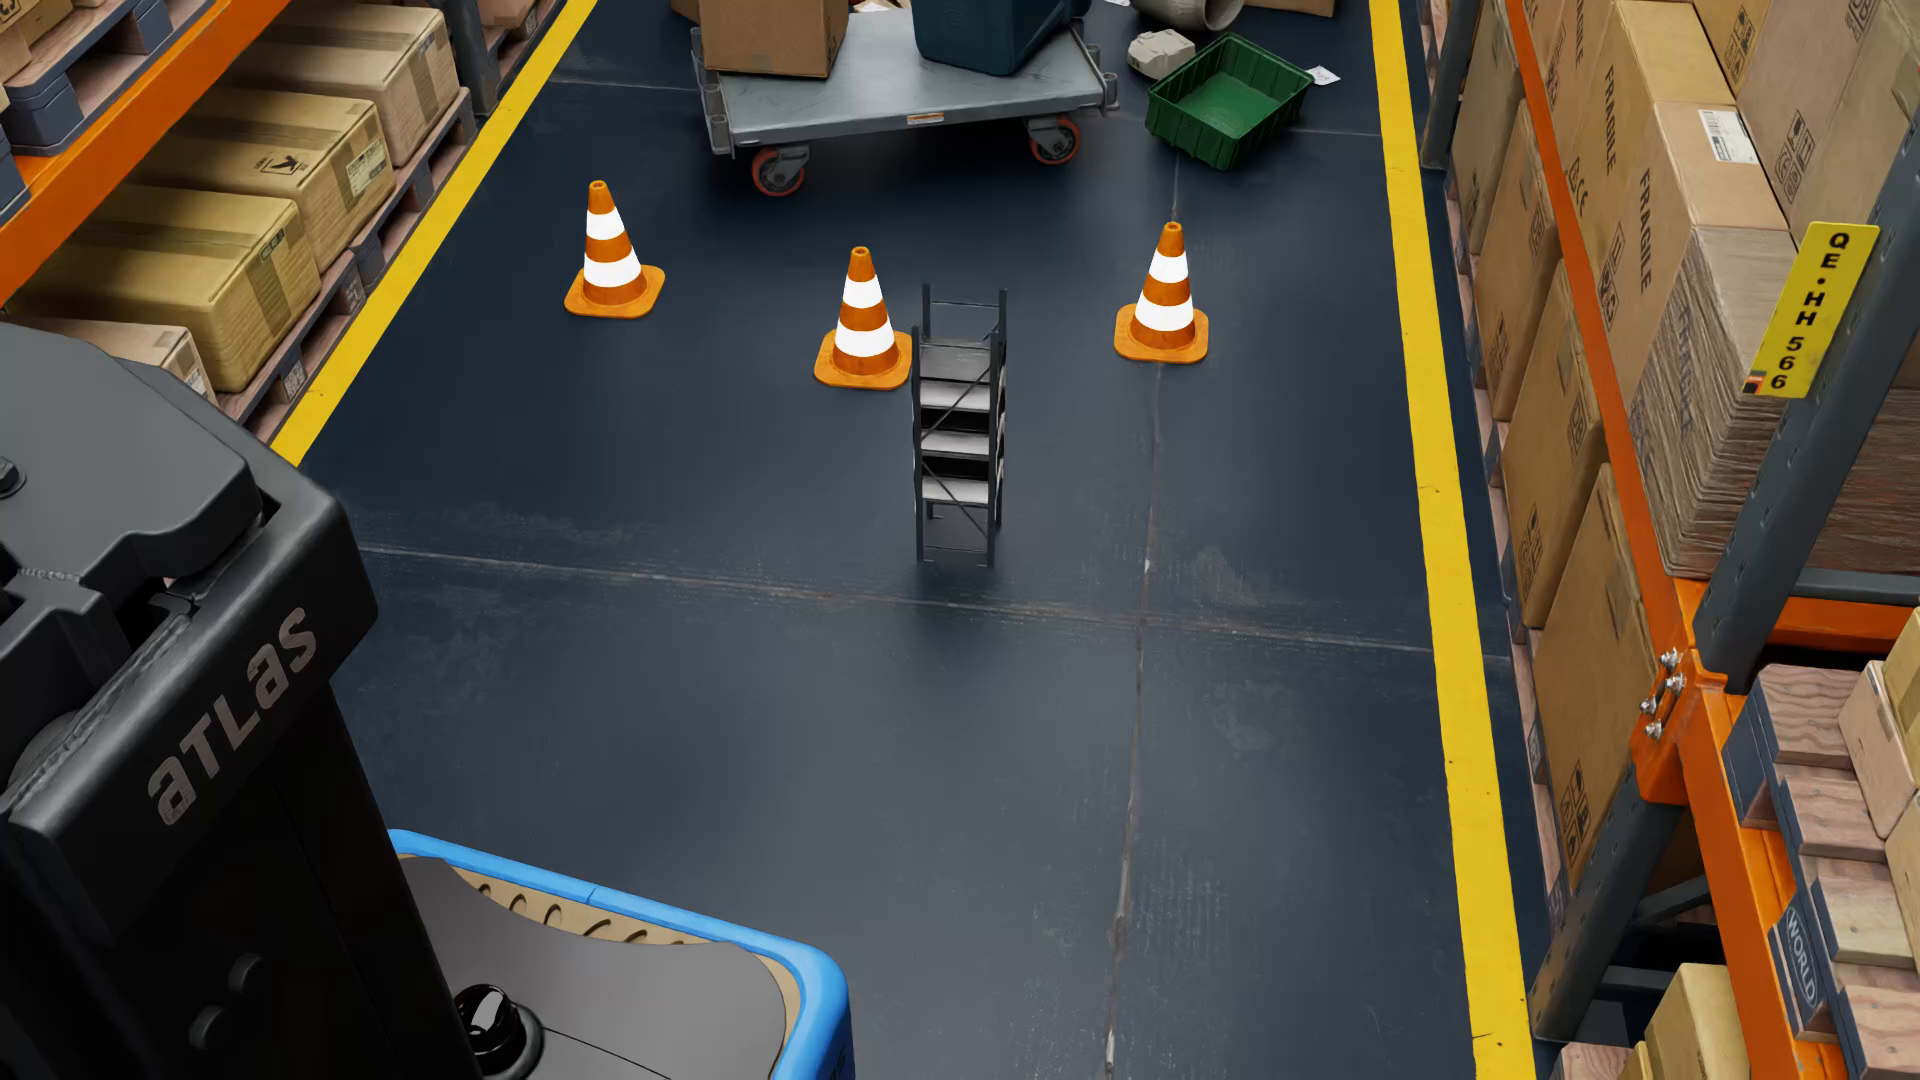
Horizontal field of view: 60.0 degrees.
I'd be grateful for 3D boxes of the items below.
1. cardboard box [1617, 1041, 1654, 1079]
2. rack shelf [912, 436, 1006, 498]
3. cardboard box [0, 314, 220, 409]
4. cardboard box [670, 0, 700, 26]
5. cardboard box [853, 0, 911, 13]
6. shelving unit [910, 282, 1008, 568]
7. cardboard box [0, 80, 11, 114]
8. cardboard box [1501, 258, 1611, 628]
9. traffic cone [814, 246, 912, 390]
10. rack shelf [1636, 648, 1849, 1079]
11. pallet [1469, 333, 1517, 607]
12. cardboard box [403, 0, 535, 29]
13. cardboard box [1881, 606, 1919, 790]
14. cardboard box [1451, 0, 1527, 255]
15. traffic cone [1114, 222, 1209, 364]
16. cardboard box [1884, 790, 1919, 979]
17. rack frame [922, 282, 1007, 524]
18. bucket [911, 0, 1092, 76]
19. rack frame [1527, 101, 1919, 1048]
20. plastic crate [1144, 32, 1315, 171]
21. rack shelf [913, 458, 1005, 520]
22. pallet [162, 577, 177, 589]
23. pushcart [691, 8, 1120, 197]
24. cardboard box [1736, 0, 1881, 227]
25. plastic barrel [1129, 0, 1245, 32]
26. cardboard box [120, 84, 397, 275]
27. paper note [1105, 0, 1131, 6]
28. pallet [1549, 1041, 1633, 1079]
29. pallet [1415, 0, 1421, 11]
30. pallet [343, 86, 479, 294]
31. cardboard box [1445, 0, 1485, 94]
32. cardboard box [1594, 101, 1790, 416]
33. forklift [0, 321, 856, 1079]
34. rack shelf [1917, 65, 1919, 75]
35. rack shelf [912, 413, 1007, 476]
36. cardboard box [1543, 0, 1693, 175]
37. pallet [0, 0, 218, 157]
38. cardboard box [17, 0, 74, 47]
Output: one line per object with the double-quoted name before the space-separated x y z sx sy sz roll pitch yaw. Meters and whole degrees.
"cardboard box" 1.530 1.329 3.178 0.500 0.500 0.500 4 44 4
"rack shelf" -0.001 -0.232 5.020 0.258 0.077 0.200 5 44 6
"cardboard box" -2.869 -0.353 5.047 0.950 0.372 0.625 4 44 5
"cardboard box" -1.024 -2.692 7.728 0.500 0.500 0.500 -32 52 -29
"cardboard box" -0.280 -2.360 7.549 0.258 0.266 0.396 -24 48 -23
"shelving unit" -0.001 -0.321 4.935 0.258 0.900 0.210 5 44 6
"cardboard box" -2.607 -1.090 4.097 0.380 0.149 0.250 5 44 6
"cardboard box" 2.158 -0.224 4.636 1.050 0.750 0.750 6 44 6
"traffic cone" -0.338 -0.811 5.770 0.336 0.463 0.334 5 44 6
"rack shelf" 1.612 1.739 1.755 1.077 0.370 4.000 5 44 6
"pallet" 2.219 -0.232 5.342 1.003 0.211 1.213 5 44 6
"cardboard box" -2.169 -2.524 7.429 0.500 0.250 0.500 3 44 4
"cardboard box" 1.613 0.256 2.459 0.380 0.149 0.250 7 44 7
"cardboard box" 2.412 -1.516 6.000 1.050 0.750 0.750 5 44 5
"traffic cone" 0.731 -0.914 5.878 0.336 0.463 0.334 5 44 6
"cardboard box" 1.581 0.523 2.394 0.380 0.149 0.250 7 44 8
"rack frame" 0.012 -0.391 5.008 0.240 0.900 0.006 5 44 6
"bucket" 0.138 -2.277 6.749 0.726 0.611 0.620 20 57 20
"rack frame" 1.876 0.114 2.947 1.000 3.000 0.127 5 44 6
"plastic crate" 1.130 -1.849 7.024 0.450 0.188 0.662 35 53 18
"rack shelf" -0.001 -0.166 5.081 0.258 0.077 0.200 5 44 6
"pallet" -2.939 0.214 4.871 1.003 0.211 1.213 5 44 6
"pushcart" -0.248 -1.867 6.948 1.648 0.377 0.936 -9 44 -9
"cardboard box" 2.011 -0.935 3.256 0.700 0.500 0.500 5 44 5
"plastic barrel" 1.035 -2.589 7.676 0.421 0.421 0.512 -32 52 -29
"cardboard box" -2.673 -1.343 6.093 0.950 0.372 0.625 8 44 8
"paper note" 0.771 -2.622 8.003 0.172 0.023 0.155 20 47 20
"pallet" 1.772 1.659 3.344 1.003 0.211 1.213 5 44 6
"pallet" 2.742 -2.944 8.206 1.003 0.211 1.213 5 44 6
"pallet" -2.616 -1.449 6.627 1.003 0.211 1.213 5 44 6
"cardboard box" 2.558 -2.415 6.859 0.875 0.875 0.875 6 44 6
"cardboard box" 1.737 -0.593 3.622 0.500 0.500 0.500 5 44 6
"forklift" -1.118 1.310 1.734 1.130 2.935 3.031 13 45 13
"rack shelf" 2.141 -2.077 3.603 1.077 0.370 4.000 5 44 6
"rack shelf" -0.001 -0.297 4.958 0.258 0.077 0.200 5 44 6
"cardboard box" 1.867 -1.283 4.351 0.500 0.500 0.500 6 44 6
"pallet" -2.823 -1.550 4.845 1.003 0.211 1.213 5 44 6
"cardboard box" -2.654 -1.457 4.485 0.380 0.149 0.250 7 44 7
